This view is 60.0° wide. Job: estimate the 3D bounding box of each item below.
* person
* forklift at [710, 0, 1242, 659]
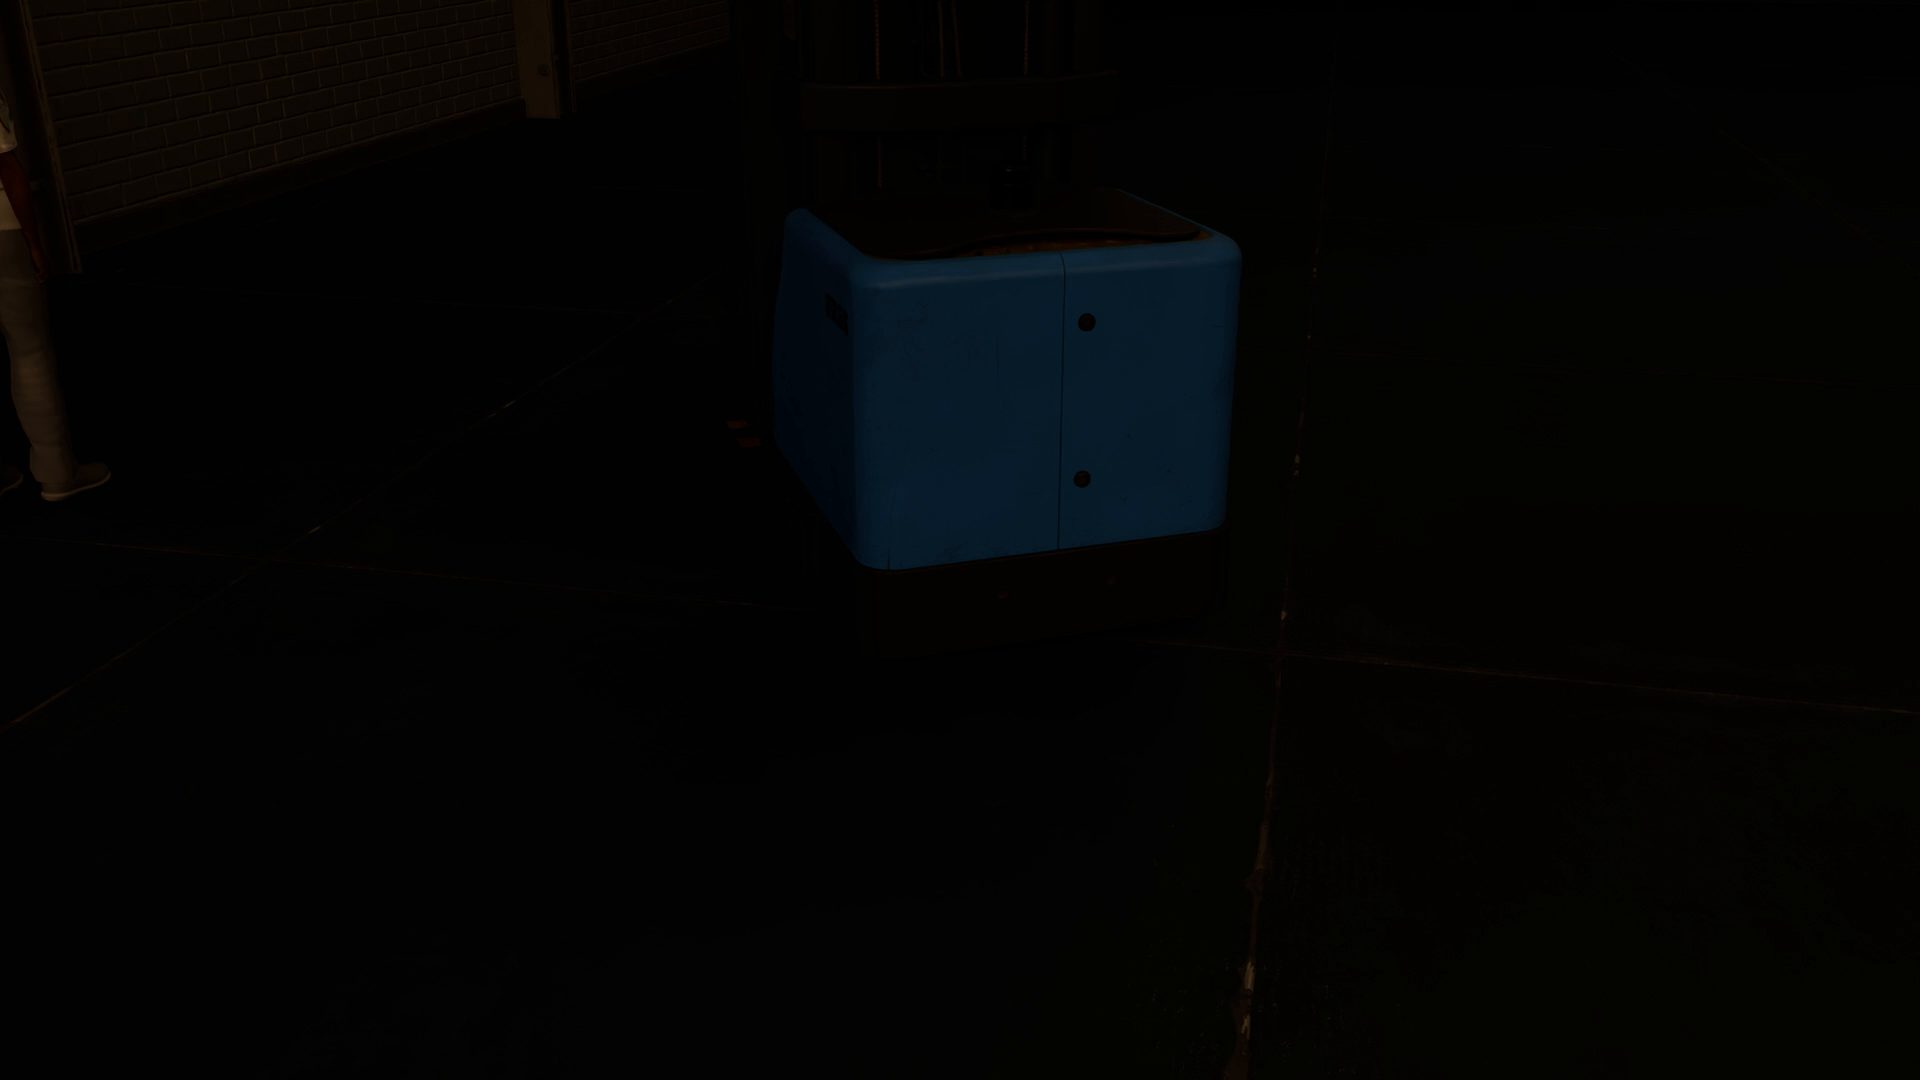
[{"bbox_3d":[-3.097,-0.937,5.216,0.448,1.690,0.338,-1,22,-2],"label":"person"},{"bbox_3d":[-0.215,-1.581,5.145,1.130,2.935,3.031,-7,23,-17],"label":"forklift"}]
